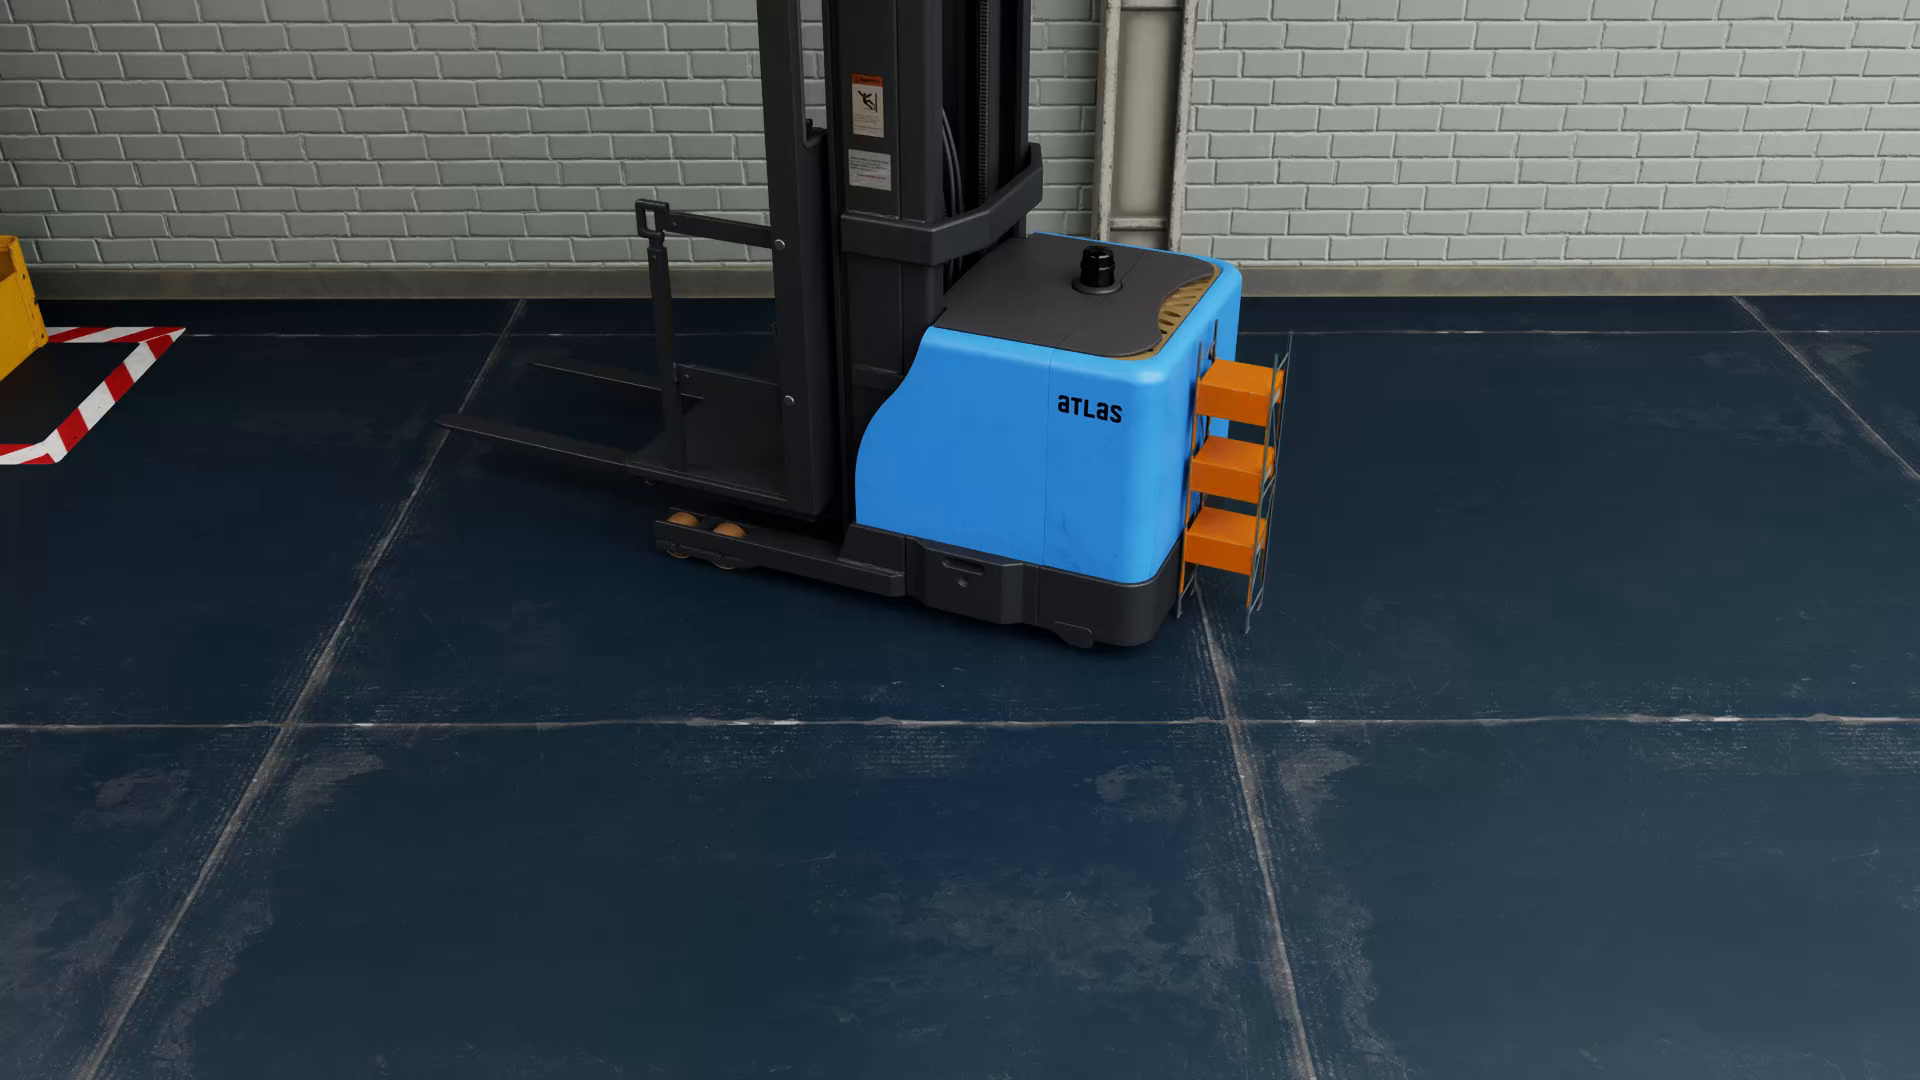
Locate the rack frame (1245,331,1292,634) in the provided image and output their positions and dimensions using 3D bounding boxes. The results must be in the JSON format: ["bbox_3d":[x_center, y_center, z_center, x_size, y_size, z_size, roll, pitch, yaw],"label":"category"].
[{"bbox_3d":[1.022,-0.173,5.523,0.008,1.050,0.200,13,33,20],"label":"rack frame"}]

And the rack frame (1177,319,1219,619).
[{"bbox_3d":[0.799,-0.223,5.606,0.008,1.050,0.200,13,33,20],"label":"rack frame"}]

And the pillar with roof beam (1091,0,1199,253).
[{"bbox_3d":[0.863,-2.755,2.116,0.400,9.000,9.100,0,31,0],"label":"pillar with roof beam"}]

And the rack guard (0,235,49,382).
[{"bbox_3d":[-4.437,-0.871,7.203,0.348,0.500,1.175,0,31,0],"label":"rack guard"}]

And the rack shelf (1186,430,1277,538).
[{"bbox_3d":[0.910,-0.189,5.570,0.240,0.259,0.215,13,33,20],"label":"rack shelf"}]

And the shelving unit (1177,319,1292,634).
[{"bbox_3d":[0.910,-0.198,5.564,0.252,1.050,0.215,13,33,20],"label":"shelving unit"}]

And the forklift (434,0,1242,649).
[{"bbox_3d":[-0.571,-1.382,5.702,3.031,2.935,1.130,13,33,20],"label":"forklift"}]

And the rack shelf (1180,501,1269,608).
[{"bbox_3d":[0.910,0.049,5.714,0.240,0.259,0.215,13,33,20],"label":"rack shelf"}]

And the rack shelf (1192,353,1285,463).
[{"bbox_3d":[0.910,-0.432,5.423,0.240,0.259,0.215,13,33,20],"label":"rack shelf"}]
